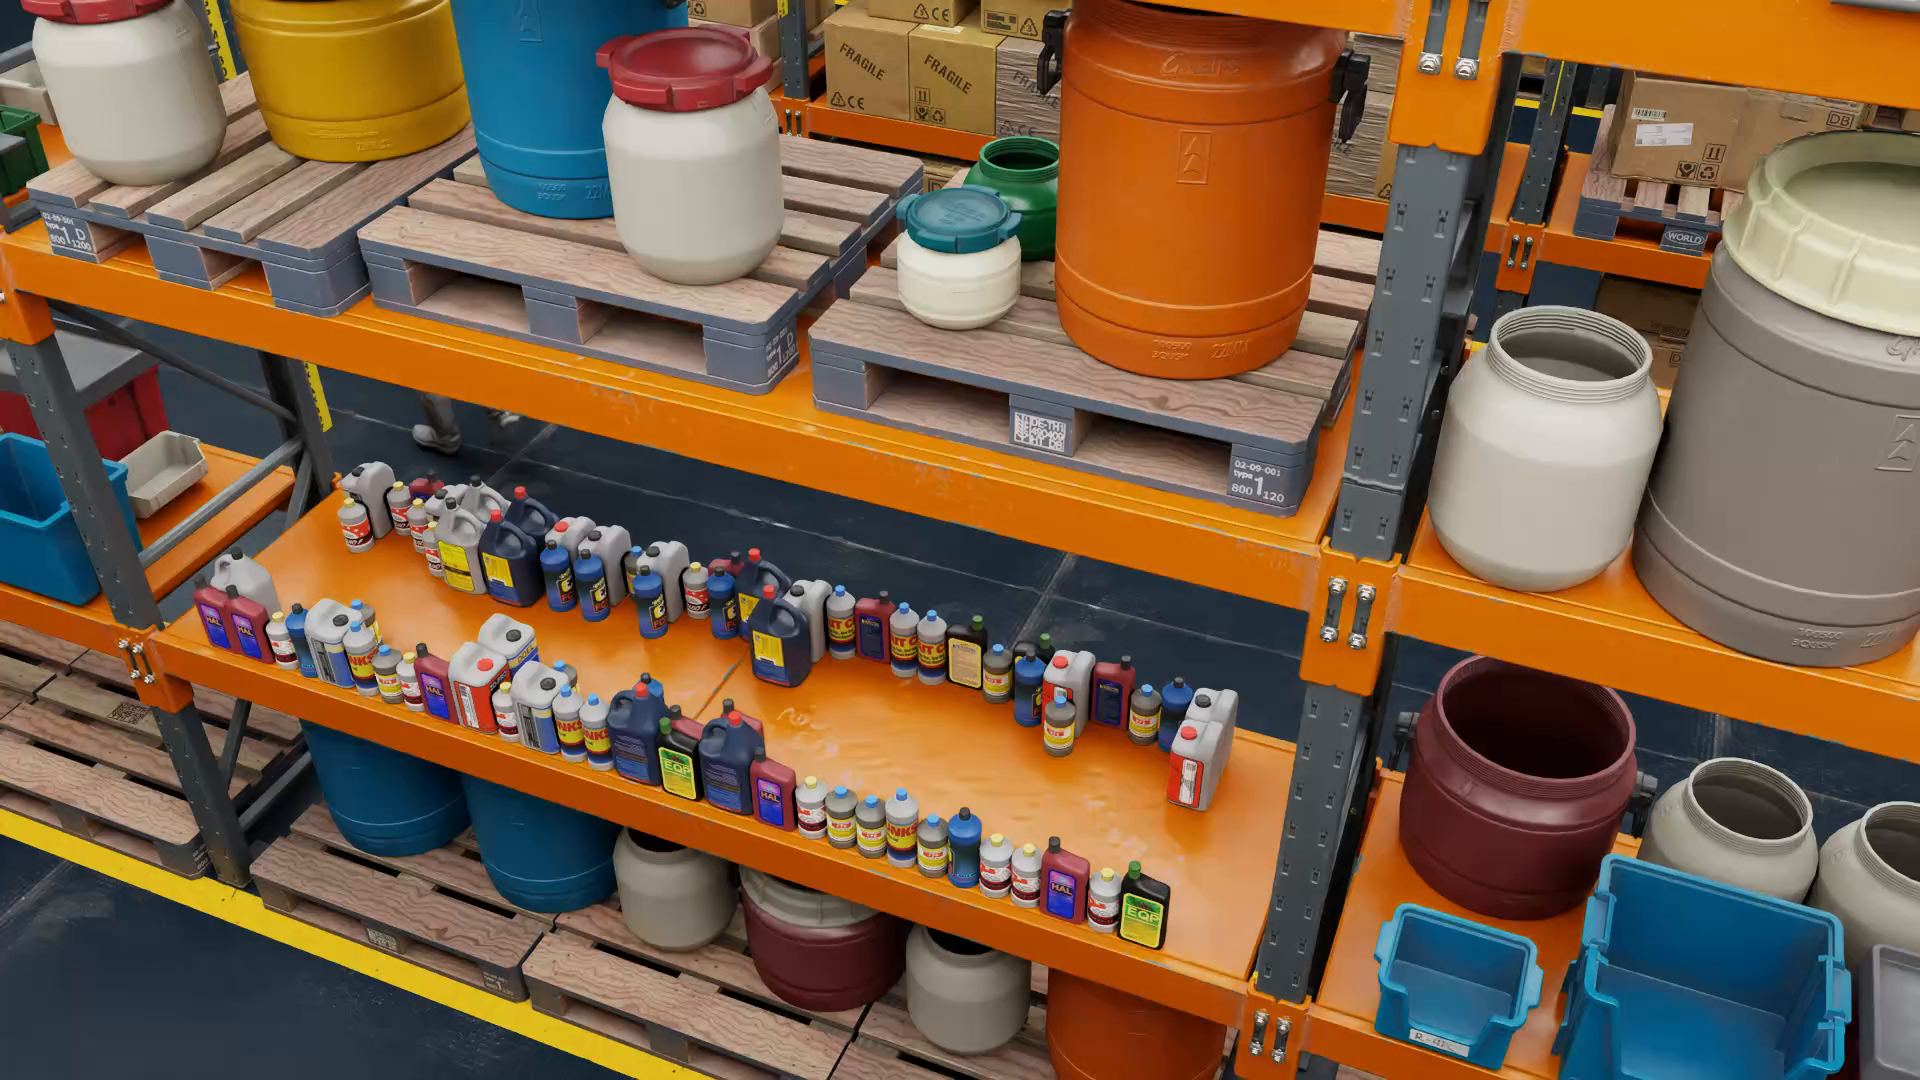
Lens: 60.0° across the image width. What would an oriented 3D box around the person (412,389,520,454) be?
[{"bbox_3d":[-2.616,-1.171,8.312,0.684,1.753,0.573,25,44,29],"label":"person"}]
